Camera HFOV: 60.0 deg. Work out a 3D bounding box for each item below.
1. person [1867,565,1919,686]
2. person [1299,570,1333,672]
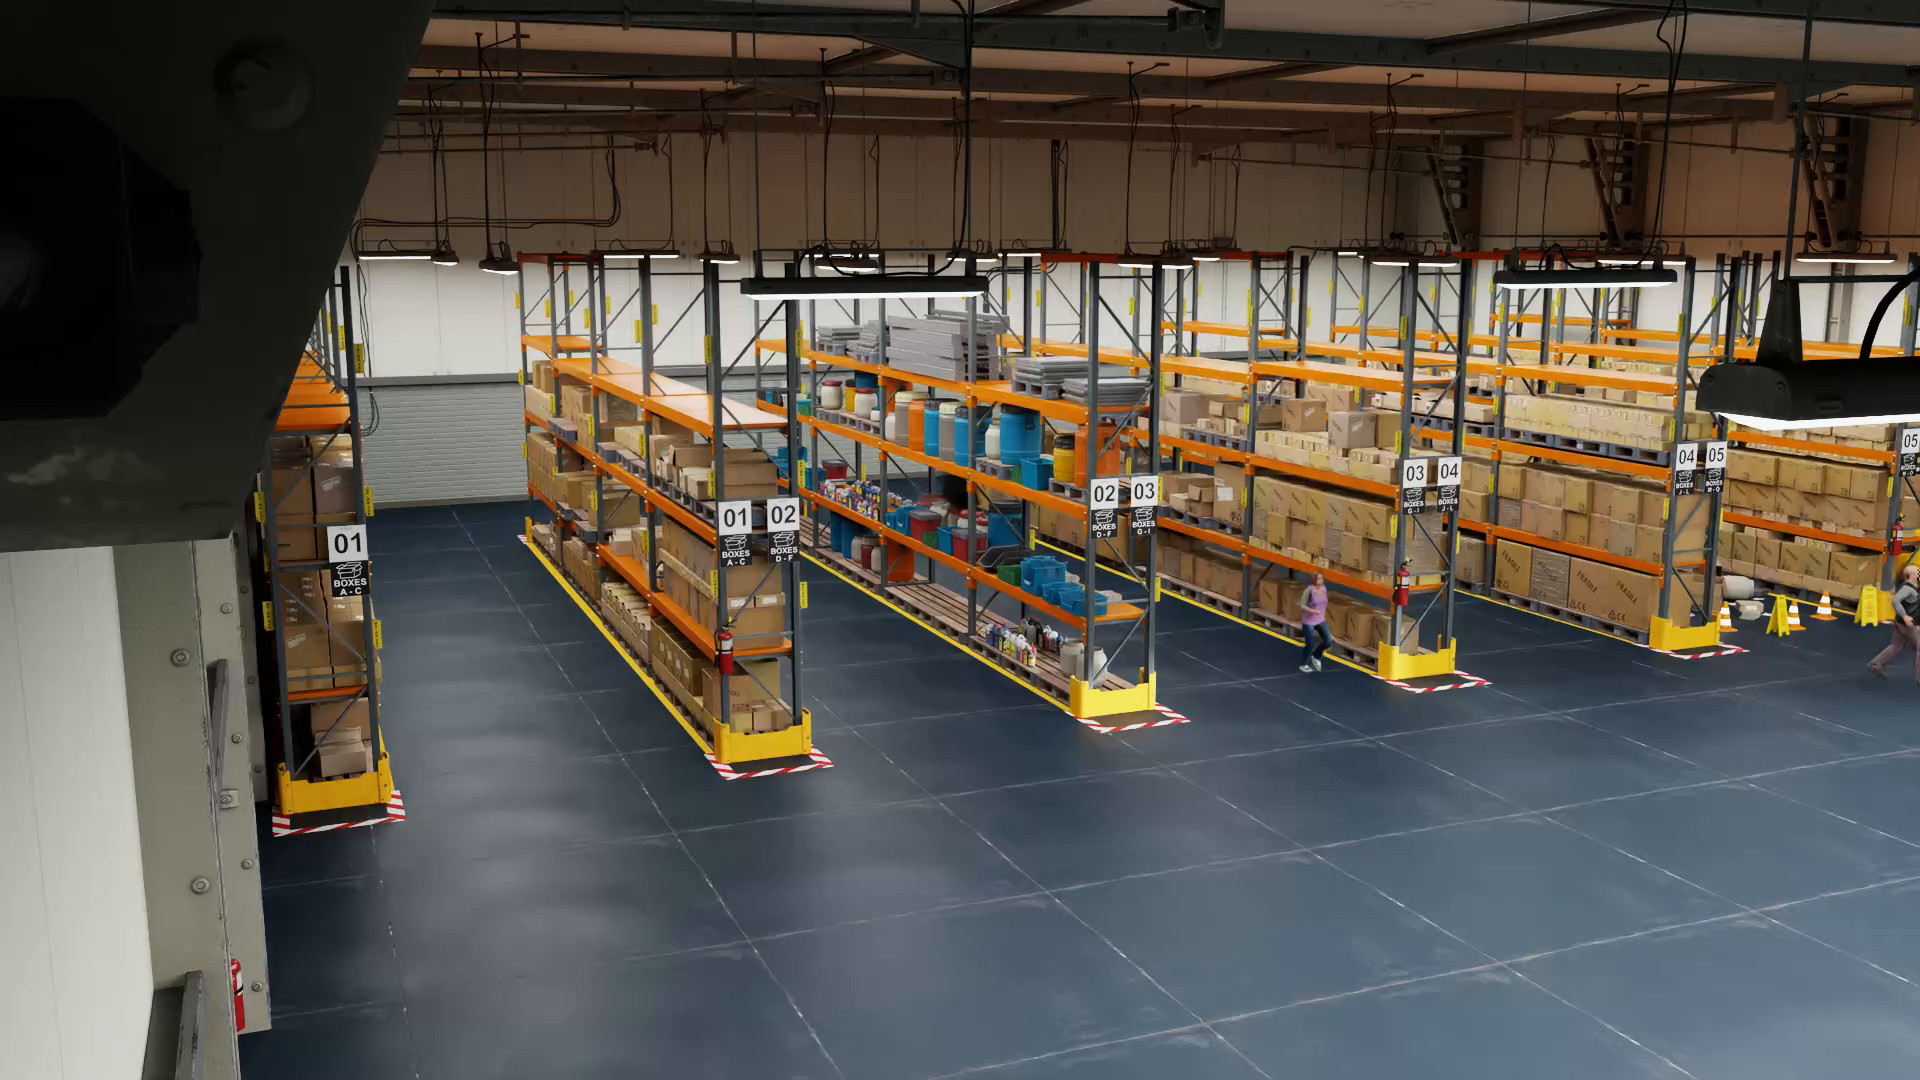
[{"bbox_3d":[13.391,1.220,23.498,0.893,1.751,0.642,4,11,22],"label":"person"},{"bbox_3d":[5.162,1.198,24.135,0.559,1.548,0.648,-4,11,-23],"label":"person"}]
